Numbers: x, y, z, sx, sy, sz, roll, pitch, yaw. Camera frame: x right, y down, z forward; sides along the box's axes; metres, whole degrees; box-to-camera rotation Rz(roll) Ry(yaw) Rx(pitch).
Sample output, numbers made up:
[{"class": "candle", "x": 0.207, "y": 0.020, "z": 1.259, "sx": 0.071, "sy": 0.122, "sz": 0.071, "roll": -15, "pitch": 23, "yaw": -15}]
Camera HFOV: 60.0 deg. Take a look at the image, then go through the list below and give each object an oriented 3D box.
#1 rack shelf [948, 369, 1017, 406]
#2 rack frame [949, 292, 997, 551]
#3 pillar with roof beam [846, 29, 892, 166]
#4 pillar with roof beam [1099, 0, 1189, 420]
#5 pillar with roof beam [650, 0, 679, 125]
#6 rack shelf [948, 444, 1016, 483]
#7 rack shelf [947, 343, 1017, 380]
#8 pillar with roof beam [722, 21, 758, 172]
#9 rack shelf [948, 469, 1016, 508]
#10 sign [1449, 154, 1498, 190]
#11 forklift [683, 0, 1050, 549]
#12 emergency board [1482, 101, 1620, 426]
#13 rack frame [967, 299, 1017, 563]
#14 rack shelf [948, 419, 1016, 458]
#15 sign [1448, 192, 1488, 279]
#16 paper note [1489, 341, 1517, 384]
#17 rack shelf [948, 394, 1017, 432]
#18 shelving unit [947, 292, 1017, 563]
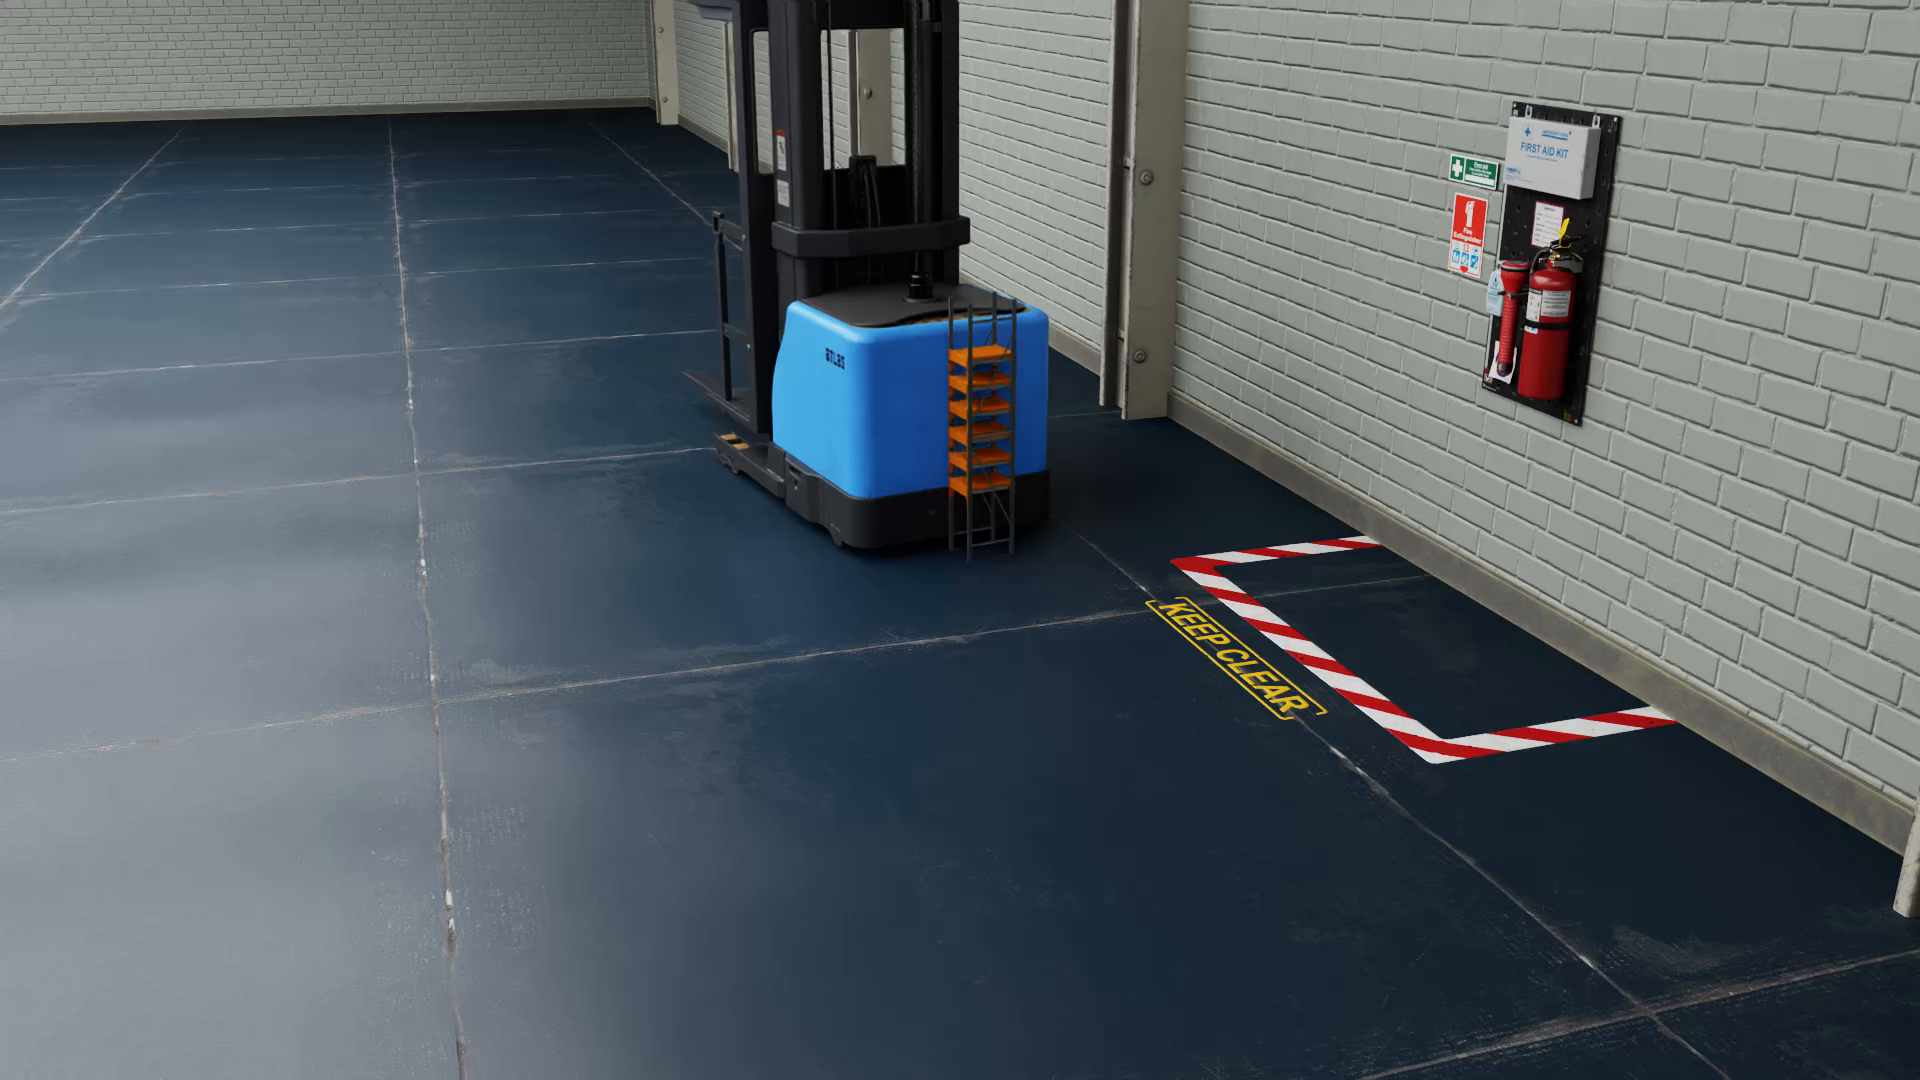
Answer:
[{"class": "rack shelf", "x": 0.100, "y": -0.688, "z": 7.478, "sx": 0.258, "sy": 0.103, "sz": 0.180, "roll": -10, "pitch": 22, "yaw": -26}, {"class": "rack frame", "x": 0.058, "y": -0.531, "z": 7.621, "sx": 0.240, "sy": 1.200, "sz": 0.006, "roll": -10, "pitch": 22, "yaw": -26}, {"class": "pillar with roof beam", "x": -4.906, "y": -6.498, "z": 12.695, "sx": 9.100, "sy": 9.000, "sz": 0.400, "roll": -6, "pitch": 21, "yaw": -17}, {"class": "pillar with roof beam", "x": -3.020, "y": -4.572, "z": 7.334, "sx": 9.100, "sy": 9.000, "sz": 0.400, "roll": -6, "pitch": 21, "yaw": -17}, {"class": "pillar with roof beam", "x": -8.678, "y": -10.349, "z": 23.416, "sx": 9.100, "sy": 9.000, "sz": 0.400, "roll": -6, "pitch": 21, "yaw": -17}, {"class": "rack shelf", "x": 0.100, "y": -0.349, "z": 7.600, "sx": 0.258, "sy": 0.103, "sz": 0.180, "roll": -10, "pitch": 22, "yaw": -26}, {"class": "rack shelf", "x": 0.100, "y": -0.801, "z": 7.437, "sx": 0.258, "sy": 0.103, "sz": 0.180, "roll": -10, "pitch": 22, "yaw": -26}, {"class": "pillar with roof beam", "x": -6.792, "y": -8.423, "z": 18.055, "sx": 9.100, "sy": 9.000, "sz": 0.400, "roll": -6, "pitch": 21, "yaw": -17}, {"class": "rack shelf", "x": 0.100, "y": -0.236, "z": 7.640, "sx": 0.258, "sy": 0.103, "sz": 0.180, "roll": -10, "pitch": 22, "yaw": -26}, {"class": "sign", "x": 2.129, "y": -1.530, "z": 6.902, "sx": 0.001, "sy": 0.109, "sz": 0.331, "roll": -6, "pitch": 21, "yaw": -17}, {"class": "forklift", "x": -0.692, "y": -1.794, "z": 8.575, "sx": 1.130, "sy": 2.935, "sz": 3.031, "roll": -10, "pitch": 22, "yaw": -26}, {"class": "emergency board", "x": 2.212, "y": -1.078, "z": 6.480, "sx": 0.194, "sy": 1.169, "sz": 0.643, "roll": -6, "pitch": 21, "yaw": -17}, {"class": "rack frame", "x": 0.141, "y": -0.476, "z": 7.468, "sx": 0.240, "sy": 1.200, "sz": 0.006, "roll": -10, "pitch": 22, "yaw": -26}, {"class": "rack shelf", "x": 0.100, "y": -0.462, "z": 7.559, "sx": 0.258, "sy": 0.103, "sz": 0.180, "roll": -10, "pitch": 22, "yaw": -26}, {"class": "sign", "x": 2.136, "y": -1.283, "z": 6.999, "sx": 0.001, "sy": 0.329, "sz": 0.234, "roll": -6, "pitch": 21, "yaw": -17}, {"class": "paper note", "x": 2.222, "y": -0.728, "z": 6.808, "sx": 0.016, "sy": 0.148, "sz": 0.142, "roll": -6, "pitch": 21, "yaw": -17}, {"class": "rack shelf", "x": 0.100, "y": -0.575, "z": 7.519, "sx": 0.258, "sy": 0.103, "sz": 0.180, "roll": -10, "pitch": 22, "yaw": -26}, {"class": "shelving unit", "x": 0.100, "y": -0.504, "z": 7.544, "sx": 0.258, "sy": 1.200, "sz": 0.189, "roll": -10, "pitch": 22, "yaw": -26}]
